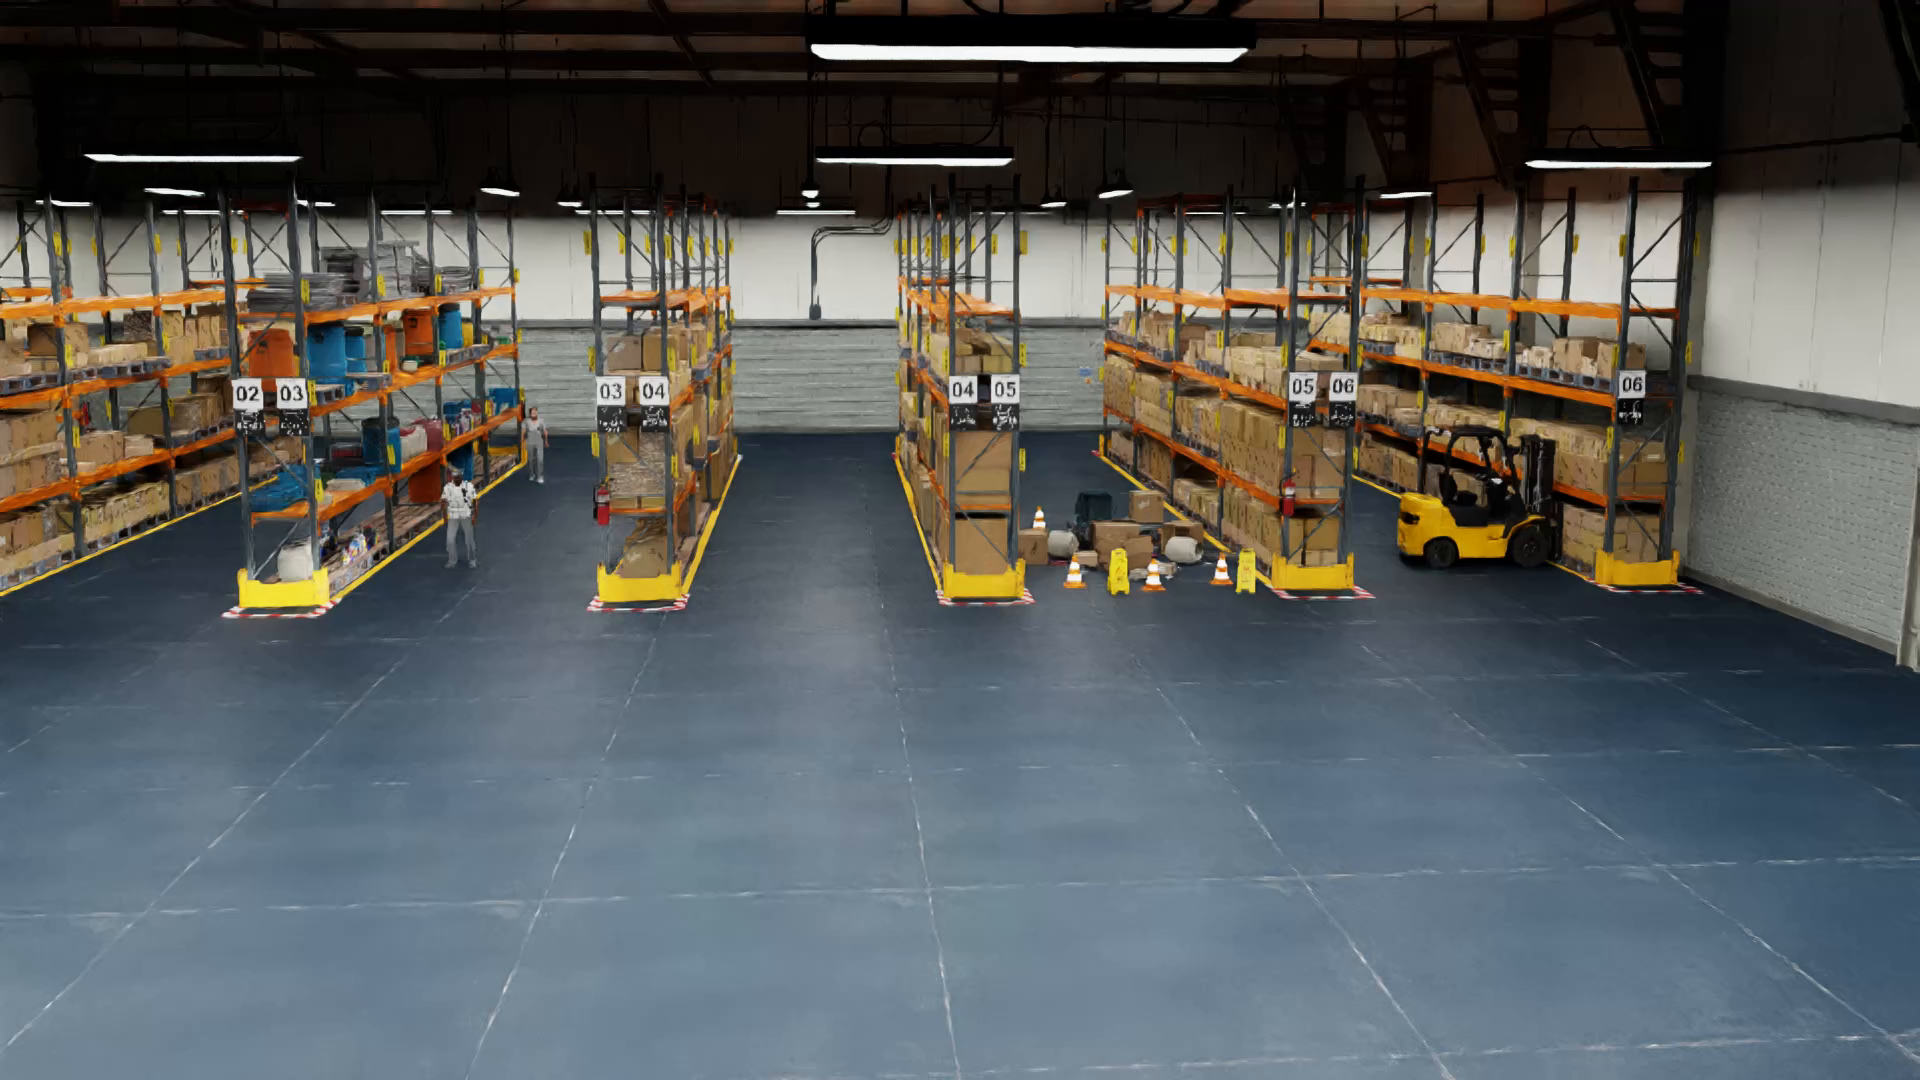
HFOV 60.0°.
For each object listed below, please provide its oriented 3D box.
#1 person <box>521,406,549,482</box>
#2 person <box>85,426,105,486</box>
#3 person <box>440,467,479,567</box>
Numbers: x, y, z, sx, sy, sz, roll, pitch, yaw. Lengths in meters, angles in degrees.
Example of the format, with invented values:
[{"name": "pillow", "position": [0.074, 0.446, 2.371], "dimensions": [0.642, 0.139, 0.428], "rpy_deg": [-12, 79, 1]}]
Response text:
[{"name": "person", "position": [-9.149, -2.081, 35.793], "dimensions": [0.569, 1.636, 0.684], "rpy_deg": [-3, 10, -15]}, {"name": "person", "position": [-17.023, -1.495, 32.715], "dimensions": [0.417, 1.517, 1.037], "rpy_deg": [0, 10, -2]}, {"name": "person", "position": [-7.855, -0.368, 26.143], "dimensions": [0.592, 1.629, 0.532], "rpy_deg": [-1, 10, -6]}]
